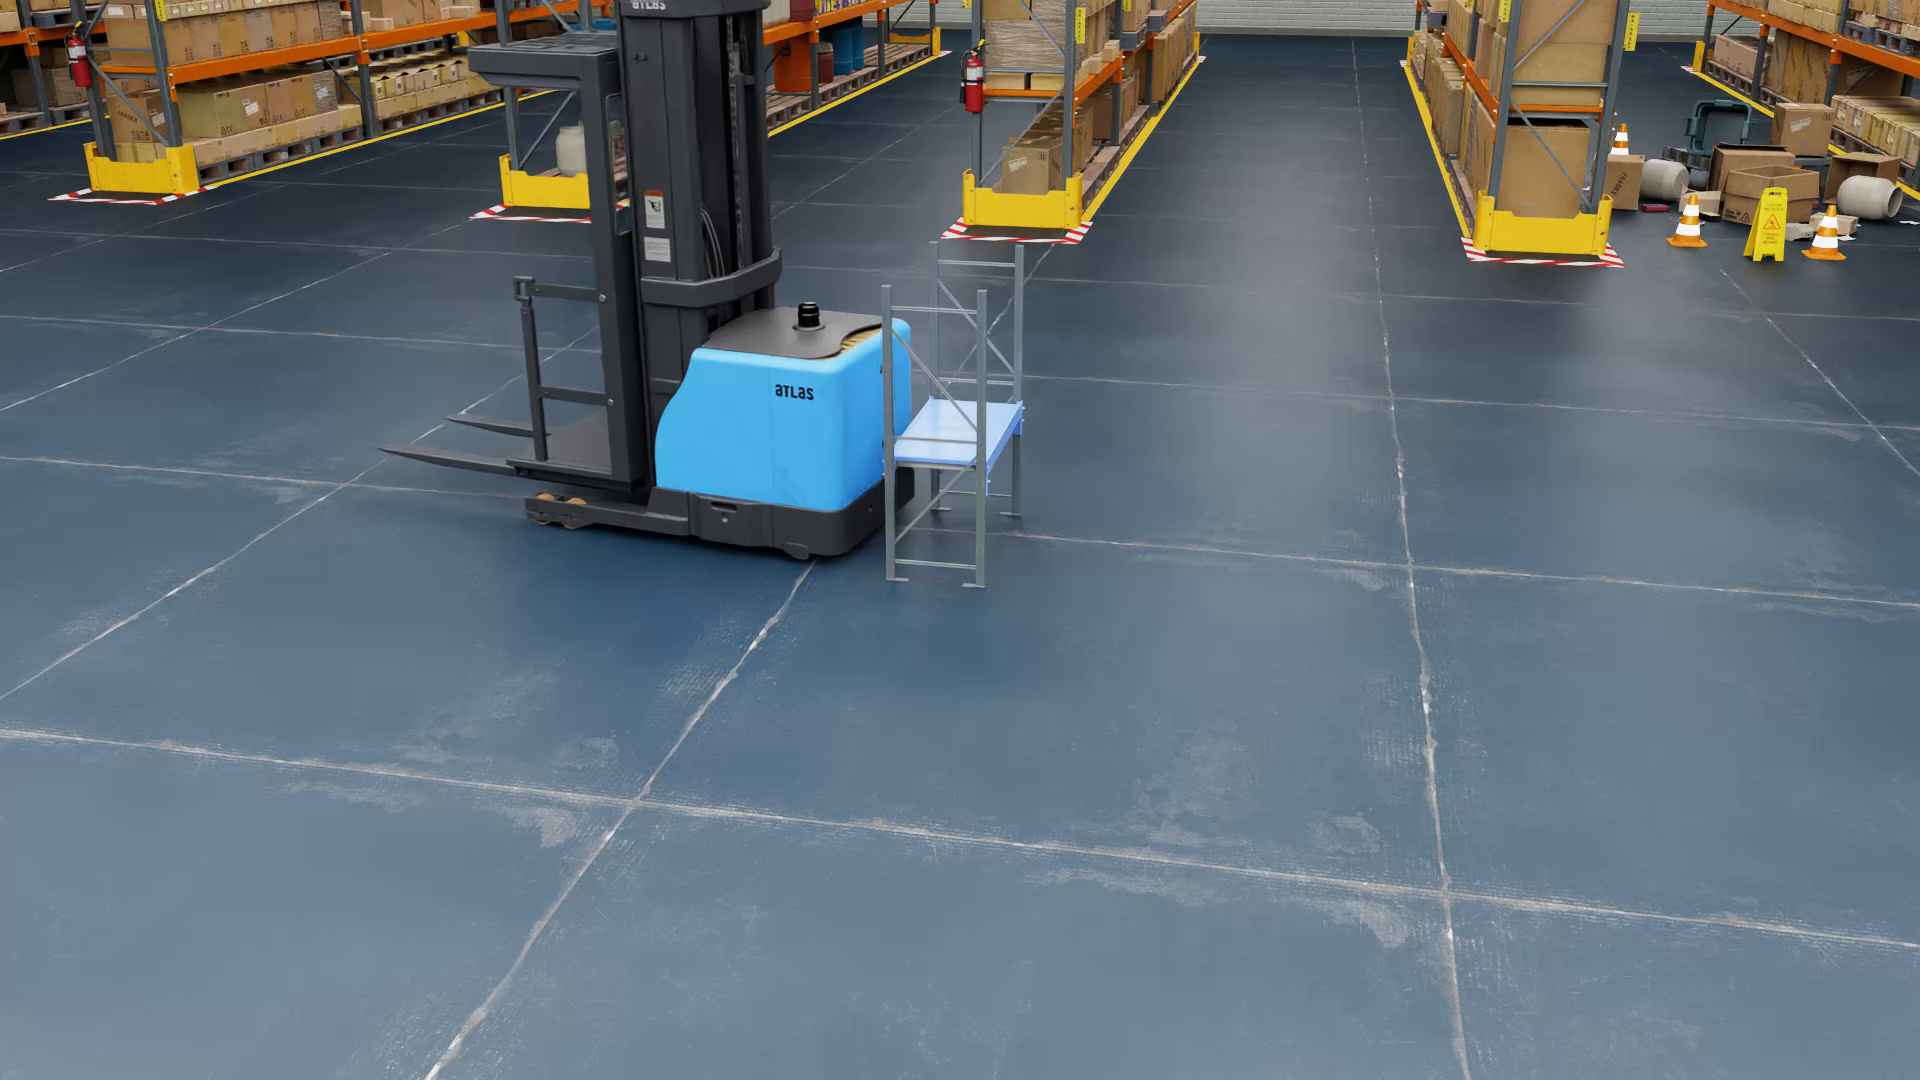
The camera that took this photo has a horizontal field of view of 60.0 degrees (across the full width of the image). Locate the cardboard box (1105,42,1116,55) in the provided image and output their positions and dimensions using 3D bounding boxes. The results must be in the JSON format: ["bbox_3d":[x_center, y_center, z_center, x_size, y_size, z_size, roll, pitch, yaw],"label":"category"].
[{"bbox_3d":[1.613,-5.713,19.359,0.380,0.149,0.250,4,22,11],"label":"cardboard box"}]

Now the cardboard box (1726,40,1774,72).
[{"bbox_3d":[13.364,-8.076,27.759,0.875,0.438,0.875,5,22,12],"label":"cardboard box"}]

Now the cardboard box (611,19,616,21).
[{"bbox_3d":[-6.257,-9.437,31.023,0.797,0.503,0.637,4,22,11],"label":"cardboard box"}]

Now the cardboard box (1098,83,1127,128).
[{"bbox_3d":[1.805,-5.666,21.664,0.700,0.500,0.500,3,22,6],"label":"cardboard box"}]

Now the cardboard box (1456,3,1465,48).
[{"bbox_3d":[6.315,-6.233,20.181,0.500,0.500,0.500,5,22,11],"label":"cardboard box"}]

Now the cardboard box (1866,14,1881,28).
[{"bbox_3d":[11.431,-6.406,20.518,0.380,0.149,0.250,5,22,11],"label":"cardboard box"}]

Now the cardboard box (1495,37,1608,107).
[{"bbox_3d":[5.479,-4.352,15.443,0.875,0.550,0.550,4,22,11],"label":"cardboard box"}]

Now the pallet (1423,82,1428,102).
[{"bbox_3d":[7.739,-6.953,25.836,1.003,0.211,1.213,4,22,11],"label":"pallet"}]

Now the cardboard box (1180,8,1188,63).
[{"bbox_3d":[3.458,-8.720,28.773,0.875,0.875,0.875,4,22,11],"label":"cardboard box"}]

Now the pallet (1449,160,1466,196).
[{"bbox_3d":[6.032,-4.040,18.603,1.003,0.211,1.213,4,22,11],"label":"pallet"}]

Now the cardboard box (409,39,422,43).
[{"bbox_3d":[-10.918,-9.947,32.321,0.700,0.500,0.500,4,22,9],"label":"cardboard box"}]

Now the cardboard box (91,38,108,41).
[{"bbox_3d":[-12.676,-7.350,24.841,0.500,0.250,0.500,4,22,11],"label":"cardboard box"}]

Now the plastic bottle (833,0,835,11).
[{"bbox_3d":[-1.979,-8.278,25.565,0.097,0.271,0.097,0,22,0],"label":"plastic bottle"}]

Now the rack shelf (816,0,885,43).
[{"bbox_3d":[-2.195,-8.259,26.309,1.077,0.370,4.000,4,22,11],"label":"rack shelf"}]

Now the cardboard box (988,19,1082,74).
[{"bbox_3d":[0.752,-4.942,16.576,0.875,0.500,0.500,4,22,11],"label":"cardboard box"}]

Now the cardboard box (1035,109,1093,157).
[{"bbox_3d":[1.199,-4.703,19.300,0.500,0.500,0.500,12,25,28],"label":"cardboard box"}]

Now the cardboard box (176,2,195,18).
[{"bbox_3d":[-8.742,-5.886,18.451,0.380,0.149,0.250,4,22,10],"label":"cardboard box"}]

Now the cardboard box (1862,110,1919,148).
[{"bbox_3d":[11.519,-4.951,20.087,0.950,0.372,0.625,5,23,13],"label":"cardboard box"}]

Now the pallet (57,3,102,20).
[{"bbox_3d":[-12.666,-7.801,24.464,1.003,0.211,1.213,4,22,11],"label":"pallet"}]

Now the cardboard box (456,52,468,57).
[{"bbox_3d":[-7.318,-7.210,25.107,0.500,0.311,0.500,5,22,12],"label":"cardboard box"}]

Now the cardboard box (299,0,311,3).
[{"bbox_3d":[-8.270,-6.727,20.538,0.380,0.149,0.250,4,22,11],"label":"cardboard box"}]

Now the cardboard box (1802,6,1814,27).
[{"bbox_3d":[12.003,-7.235,23.003,0.500,0.250,0.500,4,22,10],"label":"cardboard box"}]

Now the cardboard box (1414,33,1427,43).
[{"bbox_3d":[8.158,-8.785,29.109,0.380,0.149,0.250,4,22,11],"label":"cardboard box"}]

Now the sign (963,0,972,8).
[{"bbox_3d":[0.074,-5.291,16.004,0.100,0.325,0.005,4,22,11],"label":"sign"}]

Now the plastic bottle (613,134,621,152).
[{"bbox_3d":[-4.058,-4.685,19.628,0.097,0.201,0.097,0,22,0],"label":"plastic bottle"}]

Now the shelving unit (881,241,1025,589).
[{"bbox_3d":[-0.017,-0.664,8.496,0.538,1.500,1.048,4,22,11],"label":"shelving unit"}]

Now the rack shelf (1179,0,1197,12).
[{"bbox_3d":[3.470,-9.345,29.004,1.077,0.370,4.000,4,22,11],"label":"rack shelf"}]

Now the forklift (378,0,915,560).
[{"bbox_3d":[-1.821,-1.590,8.878,3.031,2.935,1.130,8,23,20],"label":"forklift"}]

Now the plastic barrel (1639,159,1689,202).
[{"bbox_3d":[7.534,-3.879,17.919,0.421,0.421,0.512,-16,27,-35],"label":"plastic barrel"}]

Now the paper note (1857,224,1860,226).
[{"bbox_3d":[9.017,-3.166,16.701,0.032,0.001,0.123,4,22,11],"label":"paper note"}]

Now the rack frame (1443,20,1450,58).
[{"bbox_3d":[7.080,-7.069,22.390,1.000,3.000,0.127,4,22,11],"label":"rack frame"}]

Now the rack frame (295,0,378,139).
[{"bbox_3d":[-8.268,-6.778,21.667,1.000,3.000,0.127,4,22,11],"label":"rack frame"}]

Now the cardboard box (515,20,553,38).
[{"bbox_3d":[-7.177,-8.572,27.875,0.500,0.250,0.500,5,22,11],"label":"cardboard box"}]

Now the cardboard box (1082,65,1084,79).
[{"bbox_3d":[1.071,-4.801,17.095,0.380,0.149,0.250,4,22,11],"label":"cardboard box"}]

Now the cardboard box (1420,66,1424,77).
[{"bbox_3d":[7.643,-7.574,26.897,0.380,0.149,0.250,5,22,12],"label":"cardboard box"}]

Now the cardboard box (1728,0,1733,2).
[{"bbox_3d":[13.003,-9.175,27.486,0.500,0.500,0.500,4,22,11],"label":"cardboard box"}]

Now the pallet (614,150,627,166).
[{"bbox_3d":[-3.844,-4.415,19.534,1.003,0.211,1.213,4,22,11],"label":"pallet"}]

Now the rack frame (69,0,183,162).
[{"bbox_3d":[-9.084,-5.315,18.035,1.000,3.000,0.127,4,22,11],"label":"rack frame"}]

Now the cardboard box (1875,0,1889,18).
[{"bbox_3d":[11.427,-6.575,20.069,0.500,0.500,0.500,5,22,12],"label":"cardboard box"}]

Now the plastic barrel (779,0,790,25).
[{"bbox_3d":[-2.604,-7.521,23.363,0.421,0.512,0.421,0,22,0],"label":"plastic barrel"}]

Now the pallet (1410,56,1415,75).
[{"bbox_3d":[8.497,-8.379,29.376,1.003,0.211,1.213,4,22,11],"label":"pallet"}]

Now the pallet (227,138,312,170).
[{"bbox_3d":[-8.718,-4.749,20.362,1.003,0.211,1.213,4,22,11],"label":"pallet"}]

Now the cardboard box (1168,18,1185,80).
[{"bbox_3d":[2.951,-7.920,26.787,1.225,0.875,0.875,5,22,11],"label":"cardboard box"}]

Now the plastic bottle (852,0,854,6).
[{"bbox_3d":[-1.753,-8.652,26.586,0.097,0.201,0.097,0,22,0],"label":"plastic bottle"}]

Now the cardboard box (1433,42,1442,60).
[{"bbox_3d":[7.175,-7.092,24.229,0.500,0.250,0.500,5,22,12],"label":"cardboard box"}]

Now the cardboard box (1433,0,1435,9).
[{"bbox_3d":[6.783,-7.453,23.119,0.380,0.149,0.250,4,22,11],"label":"cardboard box"}]

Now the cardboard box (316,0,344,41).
[{"bbox_3d":[-8.352,-6.661,21.244,0.700,0.500,0.500,4,22,10],"label":"cardboard box"}]

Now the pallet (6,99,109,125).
[{"bbox_3d":[-12.961,-6.145,23.829,1.003,0.211,1.213,4,22,11],"label":"pallet"}]

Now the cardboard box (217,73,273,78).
[{"bbox_3d":[-8.873,-5.533,20.692,0.500,0.500,0.500,4,22,11],"label":"cardboard box"}]

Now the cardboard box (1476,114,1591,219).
[{"bbox_3d":[5.522,-3.605,16.072,0.875,0.875,0.875,5,22,11],"label":"cardboard box"}]

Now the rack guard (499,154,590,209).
[{"bbox_3d":[-4.266,-3.808,17.639,1.175,0.500,0.348,4,22,11],"label":"rack guard"}]

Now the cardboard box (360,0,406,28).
[{"bbox_3d":[-7.988,-7.296,22.821,0.500,0.500,0.500,6,23,15],"label":"cardboard box"}]

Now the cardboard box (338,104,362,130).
[{"bbox_3d":[-8.149,-5.511,21.640,0.500,0.250,0.500,4,22,11],"label":"cardboard box"}]

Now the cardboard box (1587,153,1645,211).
[{"bbox_3d":[6.952,-3.802,17.621,0.500,0.500,0.500,8,23,20],"label":"cardboard box"}]

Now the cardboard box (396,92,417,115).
[{"bbox_3d":[-7.837,-6.012,22.885,0.500,0.250,0.500,5,22,12],"label":"cardboard box"}]

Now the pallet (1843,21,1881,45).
[{"bbox_3d":[11.906,-6.371,20.914,1.213,0.211,1.003,4,22,11],"label":"pallet"}]
